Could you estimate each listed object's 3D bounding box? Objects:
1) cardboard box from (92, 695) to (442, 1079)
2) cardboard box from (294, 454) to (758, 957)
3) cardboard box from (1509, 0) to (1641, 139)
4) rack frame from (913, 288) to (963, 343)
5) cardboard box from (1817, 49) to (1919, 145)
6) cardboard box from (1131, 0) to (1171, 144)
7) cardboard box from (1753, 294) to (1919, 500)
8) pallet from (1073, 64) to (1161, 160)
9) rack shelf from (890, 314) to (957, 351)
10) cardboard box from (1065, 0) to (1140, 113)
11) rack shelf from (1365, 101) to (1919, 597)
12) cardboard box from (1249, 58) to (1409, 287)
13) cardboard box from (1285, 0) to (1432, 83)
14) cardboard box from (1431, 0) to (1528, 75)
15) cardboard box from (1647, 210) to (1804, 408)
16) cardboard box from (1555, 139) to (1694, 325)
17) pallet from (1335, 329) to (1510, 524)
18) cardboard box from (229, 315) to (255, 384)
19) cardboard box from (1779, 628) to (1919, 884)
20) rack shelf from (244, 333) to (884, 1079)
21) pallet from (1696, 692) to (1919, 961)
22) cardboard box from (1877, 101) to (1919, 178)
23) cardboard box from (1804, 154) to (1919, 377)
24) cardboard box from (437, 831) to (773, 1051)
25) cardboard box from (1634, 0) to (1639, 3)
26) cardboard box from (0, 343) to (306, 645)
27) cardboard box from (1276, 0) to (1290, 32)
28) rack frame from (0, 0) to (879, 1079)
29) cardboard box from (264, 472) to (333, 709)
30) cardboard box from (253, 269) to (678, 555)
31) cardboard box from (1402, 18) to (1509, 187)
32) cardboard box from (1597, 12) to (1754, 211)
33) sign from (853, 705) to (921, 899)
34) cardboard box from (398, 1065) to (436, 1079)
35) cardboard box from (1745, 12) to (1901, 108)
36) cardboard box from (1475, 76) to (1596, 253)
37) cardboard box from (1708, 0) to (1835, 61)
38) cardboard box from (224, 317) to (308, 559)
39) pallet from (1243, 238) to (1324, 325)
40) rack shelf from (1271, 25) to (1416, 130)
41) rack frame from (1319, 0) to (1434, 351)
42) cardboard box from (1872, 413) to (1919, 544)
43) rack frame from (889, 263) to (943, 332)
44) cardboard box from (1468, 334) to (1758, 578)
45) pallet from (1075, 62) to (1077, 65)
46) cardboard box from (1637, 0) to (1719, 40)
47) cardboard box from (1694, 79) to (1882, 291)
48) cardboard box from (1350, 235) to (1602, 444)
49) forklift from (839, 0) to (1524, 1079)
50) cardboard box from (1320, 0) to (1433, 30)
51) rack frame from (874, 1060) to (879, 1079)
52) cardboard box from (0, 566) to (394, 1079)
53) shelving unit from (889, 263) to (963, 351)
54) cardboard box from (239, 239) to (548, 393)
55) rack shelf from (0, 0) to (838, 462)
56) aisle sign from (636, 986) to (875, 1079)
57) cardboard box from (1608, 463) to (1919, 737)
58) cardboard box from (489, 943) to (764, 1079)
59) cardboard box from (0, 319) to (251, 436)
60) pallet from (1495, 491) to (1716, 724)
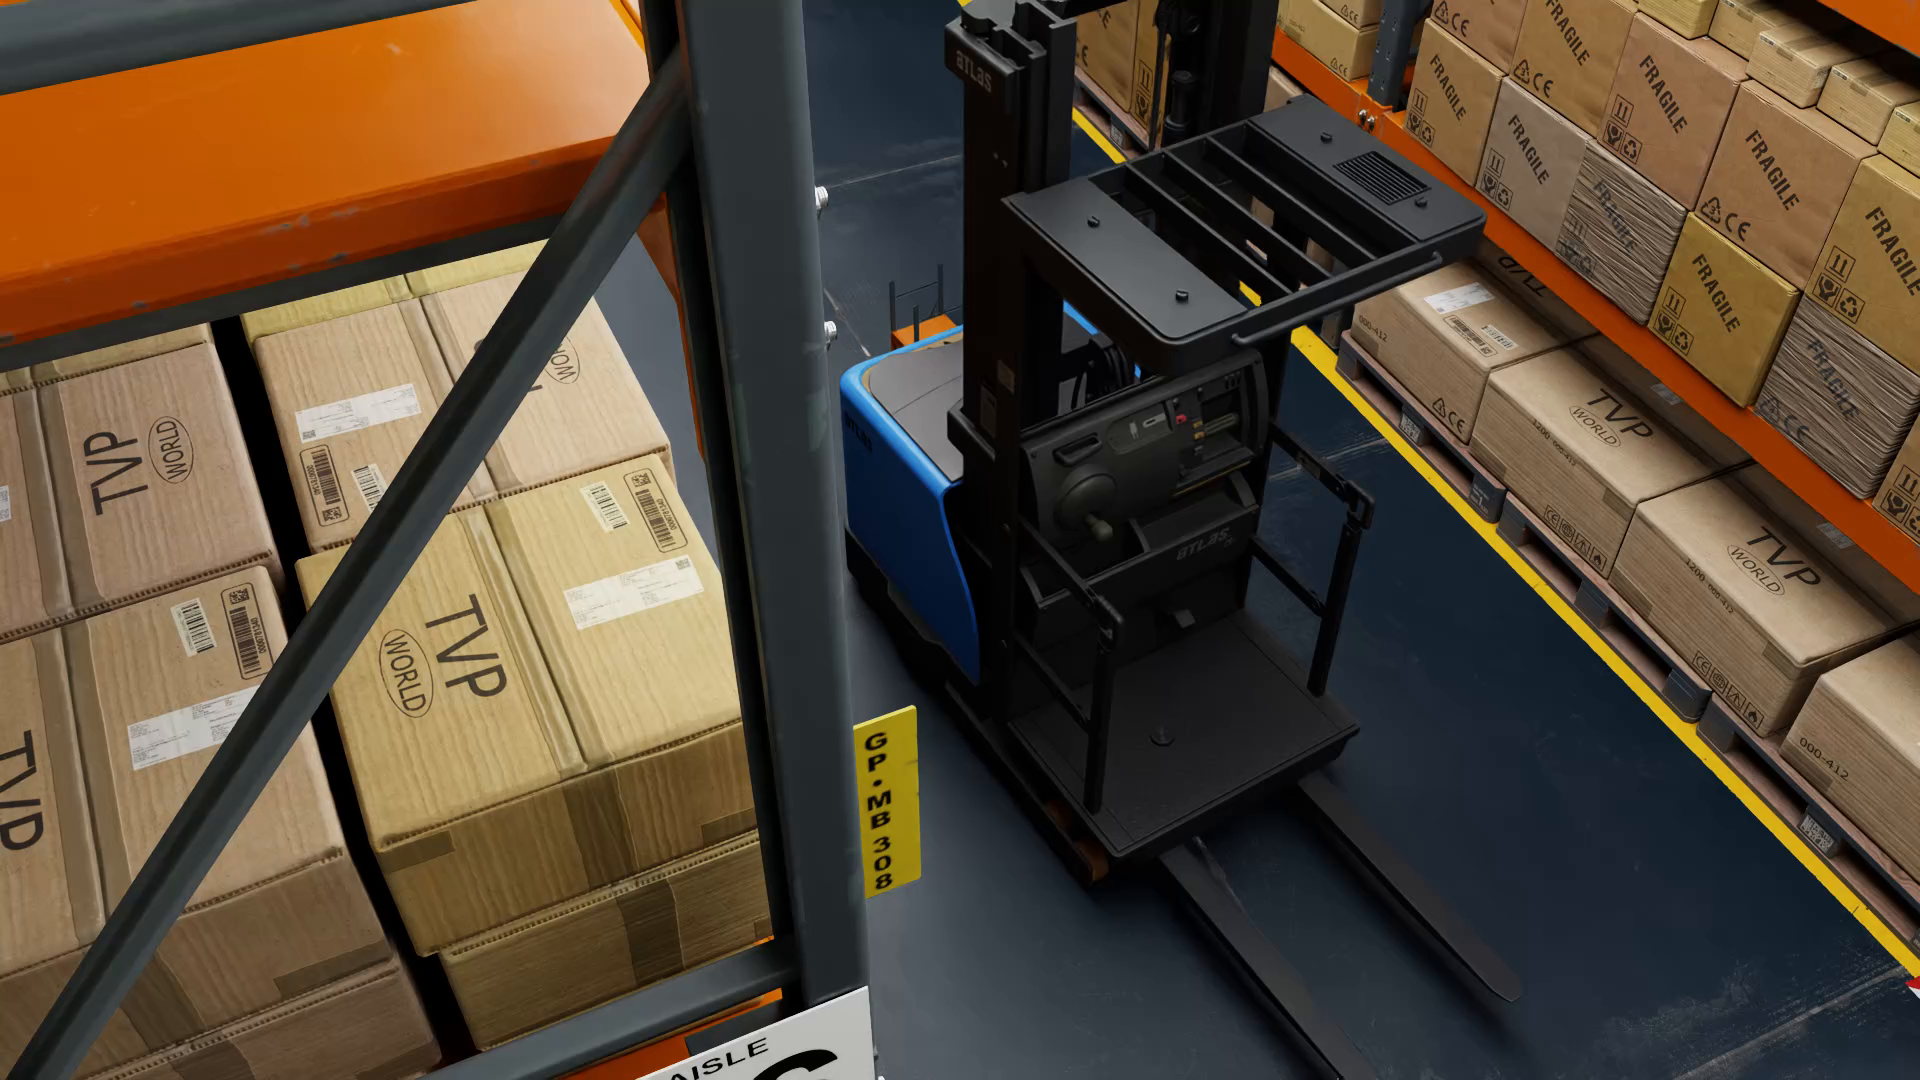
[{"bbox_3d":[-1.020,0.527,2.208,0.500,0.250,0.500,-19,48,-18],"label":"cardboard box"},{"bbox_3d":[-0.545,0.195,2.189,0.500,0.250,0.500,-19,48,-18],"label":"cardboard box"},{"bbox_3d":[2.421,-1.860,6.085,0.500,0.500,0.500,-19,48,-18],"label":"cardboard box"},{"bbox_3d":[-0.074,-0.504,6.775,0.240,1.200,0.006,-23,49,-22],"label":"rack frame"},{"bbox_3d":[2.904,-1.380,5.136,0.380,0.149,0.250,-17,47,-16],"label":"cardboard box"},{"bbox_3d":[1.514,-2.505,8.736,0.875,0.875,0.875,-17,47,-16],"label":"cardboard box"},{"bbox_3d":[3.050,-0.532,5.451,0.500,0.500,0.500,-17,47,-16],"label":"cardboard box"},{"bbox_3d":[1.324,-2.422,9.424,1.003,0.211,1.213,-18,47,-17],"label":"pallet"},{"bbox_3d":[-0.122,-0.783,6.609,0.258,0.103,0.180,-23,49,-22],"label":"rack shelf"},{"bbox_3d":[1.138,-3.075,9.313,0.875,0.875,0.875,-17,47,-17],"label":"cardboard box"},{"bbox_3d":[3.075,-0.636,6.140,1.077,0.370,4.000,-18,47,-17],"label":"rack shelf"},{"bbox_3d":[1.901,-1.932,8.155,0.875,0.875,0.875,-17,47,-16],"label":"cardboard box"},{"bbox_3d":[1.817,-2.325,7.446,0.500,0.250,0.500,-19,48,-18],"label":"cardboard box"},{"bbox_3d":[2.215,-2.183,6.413,0.500,0.500,0.500,-18,47,-17],"label":"cardboard box"},{"bbox_3d":[2.822,-0.857,5.781,0.500,0.500,0.500,-17,47,-16],"label":"cardboard box"},{"bbox_3d":[2.605,-1.185,6.113,0.500,0.500,0.500,-18,47,-17],"label":"cardboard box"},{"bbox_3d":[2.483,-0.667,7.644,1.003,0.211,1.213,-18,47,-17],"label":"pallet"},{"bbox_3d":[-1.673,-0.445,3.193,0.500,0.250,0.500,-17,47,-16],"label":"cardboard box"},{"bbox_3d":[3.548,0.754,5.745,0.875,0.438,0.875,-20,48,-19],"label":"cardboard box"},{"bbox_3d":[-1.427,-0.236,3.599,1.077,0.370,4.000,-18,47,-17],"label":"rack shelf"},{"bbox_3d":[3.509,0.888,6.068,1.003,0.211,1.213,-18,47,-17],"label":"pallet"},{"bbox_3d":[2.997,-1.207,4.961,0.380,0.149,0.250,-17,47,-16],"label":"cardboard box"},{"bbox_3d":[3.046,-0.887,5.099,0.500,0.500,0.500,-18,47,-18],"label":"cardboard box"},{"bbox_3d":[-0.525,0.367,2.371,0.500,0.250,0.500,-19,48,-18],"label":"cardboard box"},{"bbox_3d":[2.448,-2.026,5.792,0.380,0.149,0.250,-18,47,-18],"label":"cardboard box"},{"bbox_3d":[-1.244,0.020,2.367,0.500,0.250,0.500,-19,48,-19],"label":"cardboard box"},{"bbox_3d":[1.604,-2.650,7.776,0.500,0.250,0.500,-19,48,-18],"label":"cardboard box"},{"bbox_3d":[-0.586,-0.285,1.001,1.000,3.000,0.127,-18,47,-17],"label":"rack frame"},{"bbox_3d":[-1.246,0.204,2.536,0.500,0.250,0.500,-18,47,-17],"label":"cardboard box"},{"bbox_3d":[-0.742,-0.134,2.523,0.500,0.250,0.500,-18,47,-18],"label":"cardboard box"},{"bbox_3d":[2.194,-1.826,6.763,0.500,0.500,0.500,-17,47,-16],"label":"cardboard box"},{"bbox_3d":[2.626,-1.530,5.751,0.500,0.500,0.500,-17,47,-17],"label":"cardboard box"},{"bbox_3d":[-0.094,0.311,1.910,0.100,0.325,0.005,-18,47,-17],"label":"sign"},{"bbox_3d":[-0.930,0.736,2.280,0.380,0.149,0.250,-17,47,-16],"label":"cardboard box"},{"bbox_3d":[2.755,-1.535,5.294,0.380,0.149,0.250,-18,47,-17],"label":"cardboard box"},{"bbox_3d":[2.402,-1.504,6.437,0.500,0.500,0.500,-18,47,-17],"label":"cardboard box"},{"bbox_3d":[2.714,-1.712,5.474,0.380,0.149,0.250,-18,47,-18],"label":"cardboard box"},{"bbox_3d":[-1.453,-0.118,2.862,0.500,0.250,0.500,-19,48,-18],"label":"cardboard box"},{"bbox_3d":[1.841,-1.644,8.635,1.003,0.211,1.213,-18,47,-17],"label":"pallet"},{"bbox_3d":[1.393,-3.185,8.724,1.077,0.370,4.000,-18,47,-17],"label":"rack shelf"},{"bbox_3d":[2.234,-2.167,7.179,1.000,3.000,0.127,-18,47,-17],"label":"rack frame"},{"bbox_3d":[3.276,-0.207,5.122,0.500,0.500,0.500,-19,48,-18],"label":"cardboard box"},{"bbox_3d":[-0.170,-0.613,6.886,0.240,1.200,0.006,-23,49,-22],"label":"rack frame"},{"bbox_3d":[2.778,-0.402,6.916,0.875,0.438,0.875,-19,48,-19],"label":"cardboard box"},{"bbox_3d":[0.815,-3.199,10.210,1.003,0.211,1.213,-18,47,-17],"label":"pallet"},{"bbox_3d":[2.534,-1.848,5.611,0.380,0.149,0.250,-19,48,-19],"label":"cardboard box"},{"bbox_3d":[2.836,-1.208,5.424,0.500,0.500,0.500,-18,47,-18],"label":"cardboard box"},{"bbox_3d":[2.401,-0.973,7.494,0.875,0.438,0.875,-19,48,-18],"label":"cardboard box"},{"bbox_3d":[0.730,-0.211,5.246,1.130,2.935,3.031,-23,49,-22],"label":"forklift"},{"bbox_3d":[1.828,-2.501,7.268,0.500,0.250,0.500,-18,47,-17],"label":"cardboard box"},{"bbox_3d":[-0.586,1.850,3.108,1.000,3.000,0.127,-18,47,-17],"label":"rack frame"},{"bbox_3d":[-1.026,0.351,2.031,0.500,0.250,0.500,-19,48,-19],"label":"cardboard box"},{"bbox_3d":[-0.122,-0.558,6.830,0.258,1.200,0.189,-23,49,-22],"label":"shelving unit"},{"bbox_3d":[-0.965,-0.451,2.843,0.500,0.250,0.500,-19,48,-18],"label":"cardboard box"},{"bbox_3d":[-1.427,-1.302,2.546,1.077,0.370,4.000,-18,47,-17],"label":"rack shelf"},{"bbox_3d":[-0.291,0.882,2.239,0.394,0.787,0.004,-18,47,-17],"label":"aisle sign"},{"bbox_3d":[3.155,0.173,6.333,0.875,0.438,0.875,-17,47,-16],"label":"cardboard box"},{"bbox_3d":[-0.509,0.600,2.418,0.380,0.149,0.250,-17,47,-17],"label":"cardboard box"},{"bbox_3d":[-1.470,-0.306,2.696,0.500,0.250,0.500,-18,47,-17],"label":"cardboard box"},{"bbox_3d":[3.000,0.112,6.855,1.003,0.211,1.213,-18,47,-17],"label":"pallet"}]
